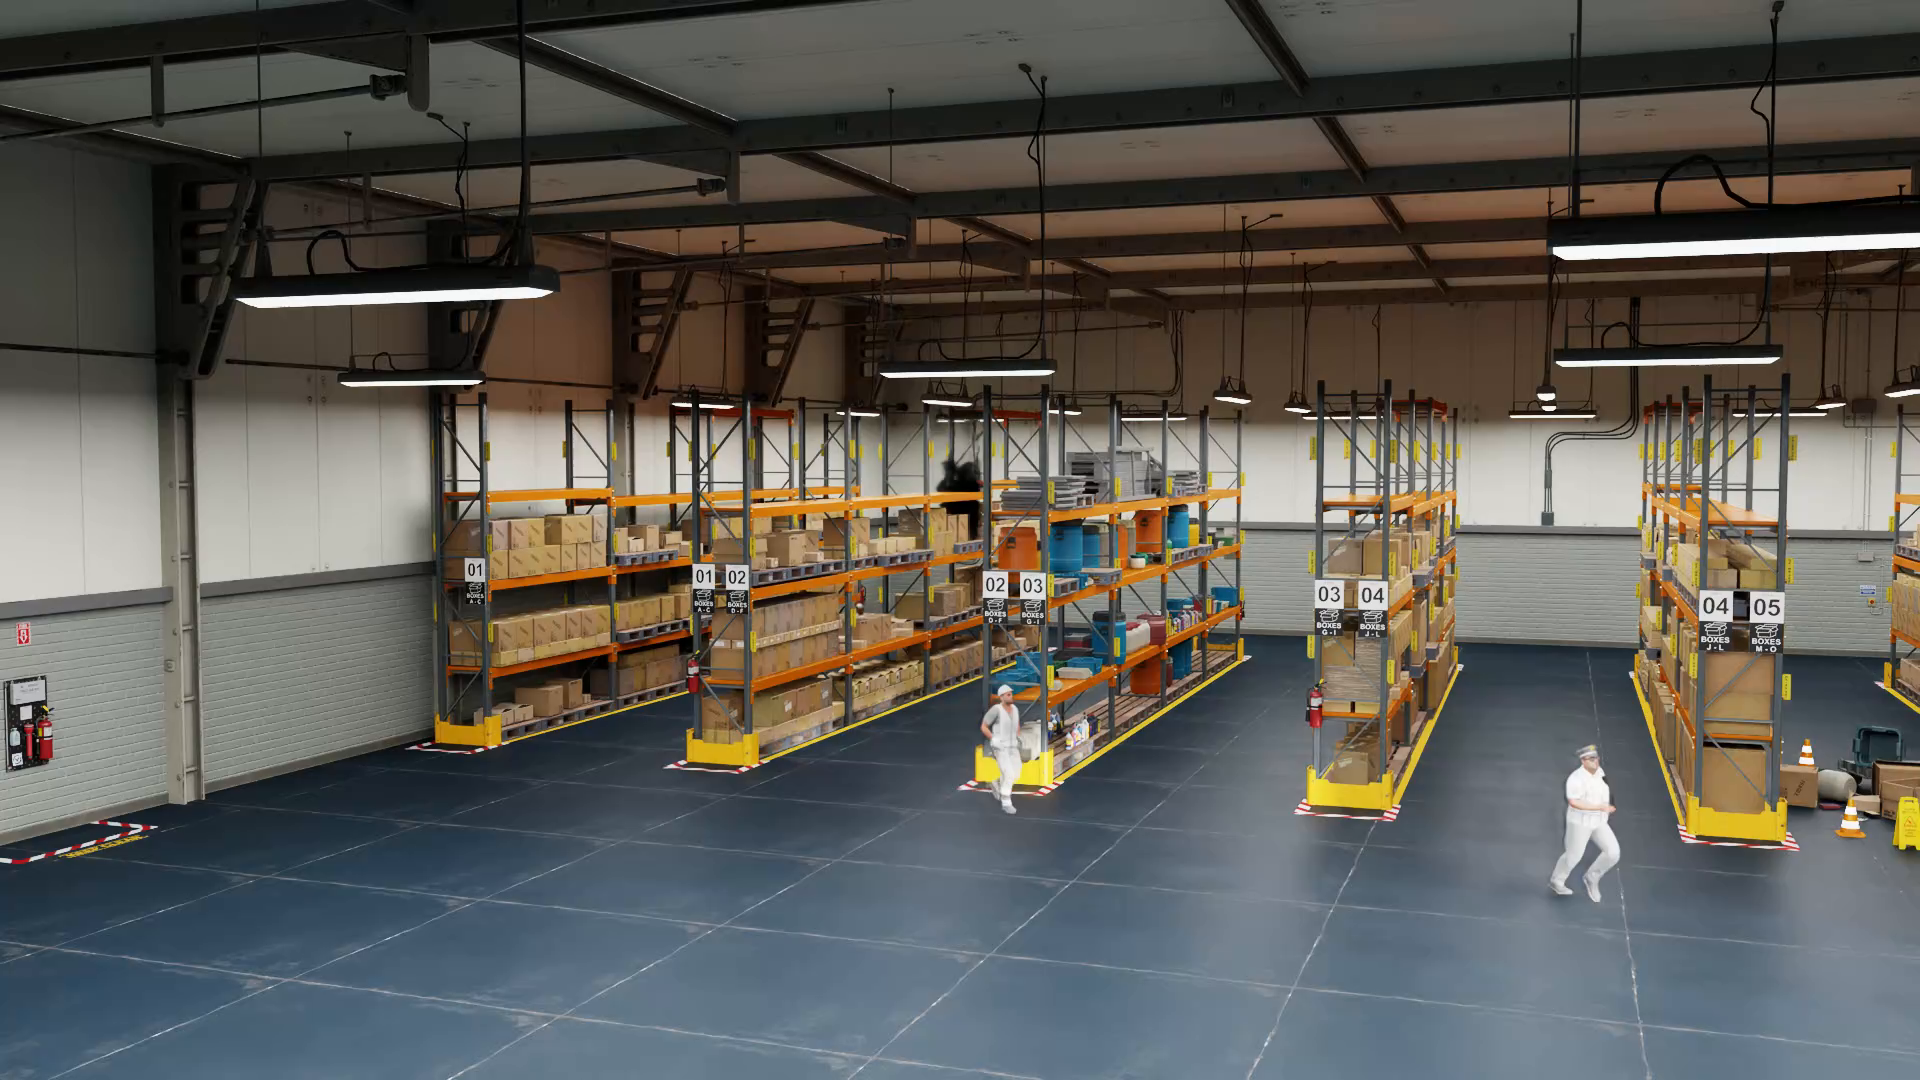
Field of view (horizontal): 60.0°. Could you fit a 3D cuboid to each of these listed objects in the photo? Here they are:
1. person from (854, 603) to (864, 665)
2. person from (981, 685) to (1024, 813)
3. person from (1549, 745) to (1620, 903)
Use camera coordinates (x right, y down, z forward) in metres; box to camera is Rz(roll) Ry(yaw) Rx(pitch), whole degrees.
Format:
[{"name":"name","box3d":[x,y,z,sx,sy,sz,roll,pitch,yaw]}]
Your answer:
[{"name":"person","box3d":[-2.193,2.214,36.461,0.607,1.651,0.941,1,3,19]},{"name":"person","box3d":[0.582,2.896,23.222,0.684,1.760,0.646,-3,4,-41]},{"name":"person","box3d":[6.980,3.134,18.450,0.677,1.774,0.872,-1,3,-23]}]
